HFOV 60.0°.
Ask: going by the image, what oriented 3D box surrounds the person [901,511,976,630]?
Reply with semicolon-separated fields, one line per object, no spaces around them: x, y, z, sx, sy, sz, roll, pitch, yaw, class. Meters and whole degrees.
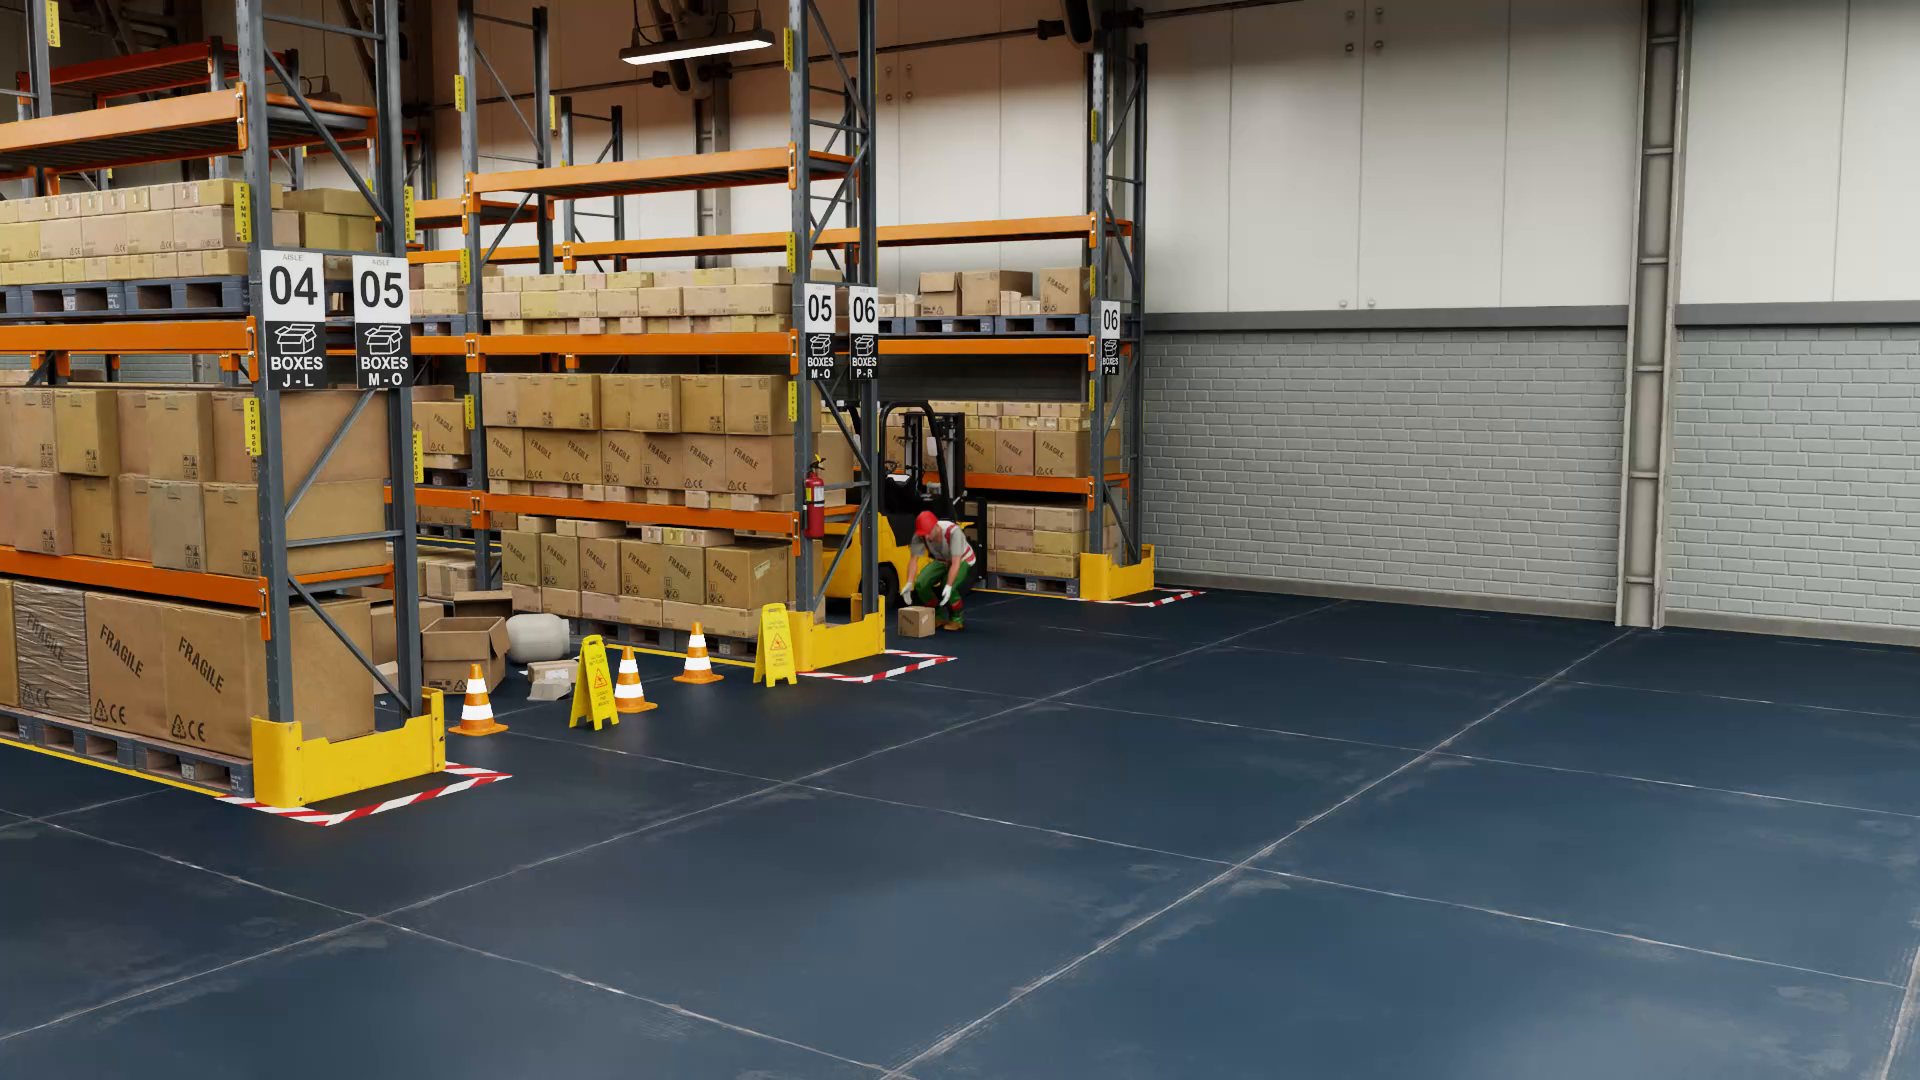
-0.161;0.280;15.900;0.583;1.172;0.852;4;7;33;person
